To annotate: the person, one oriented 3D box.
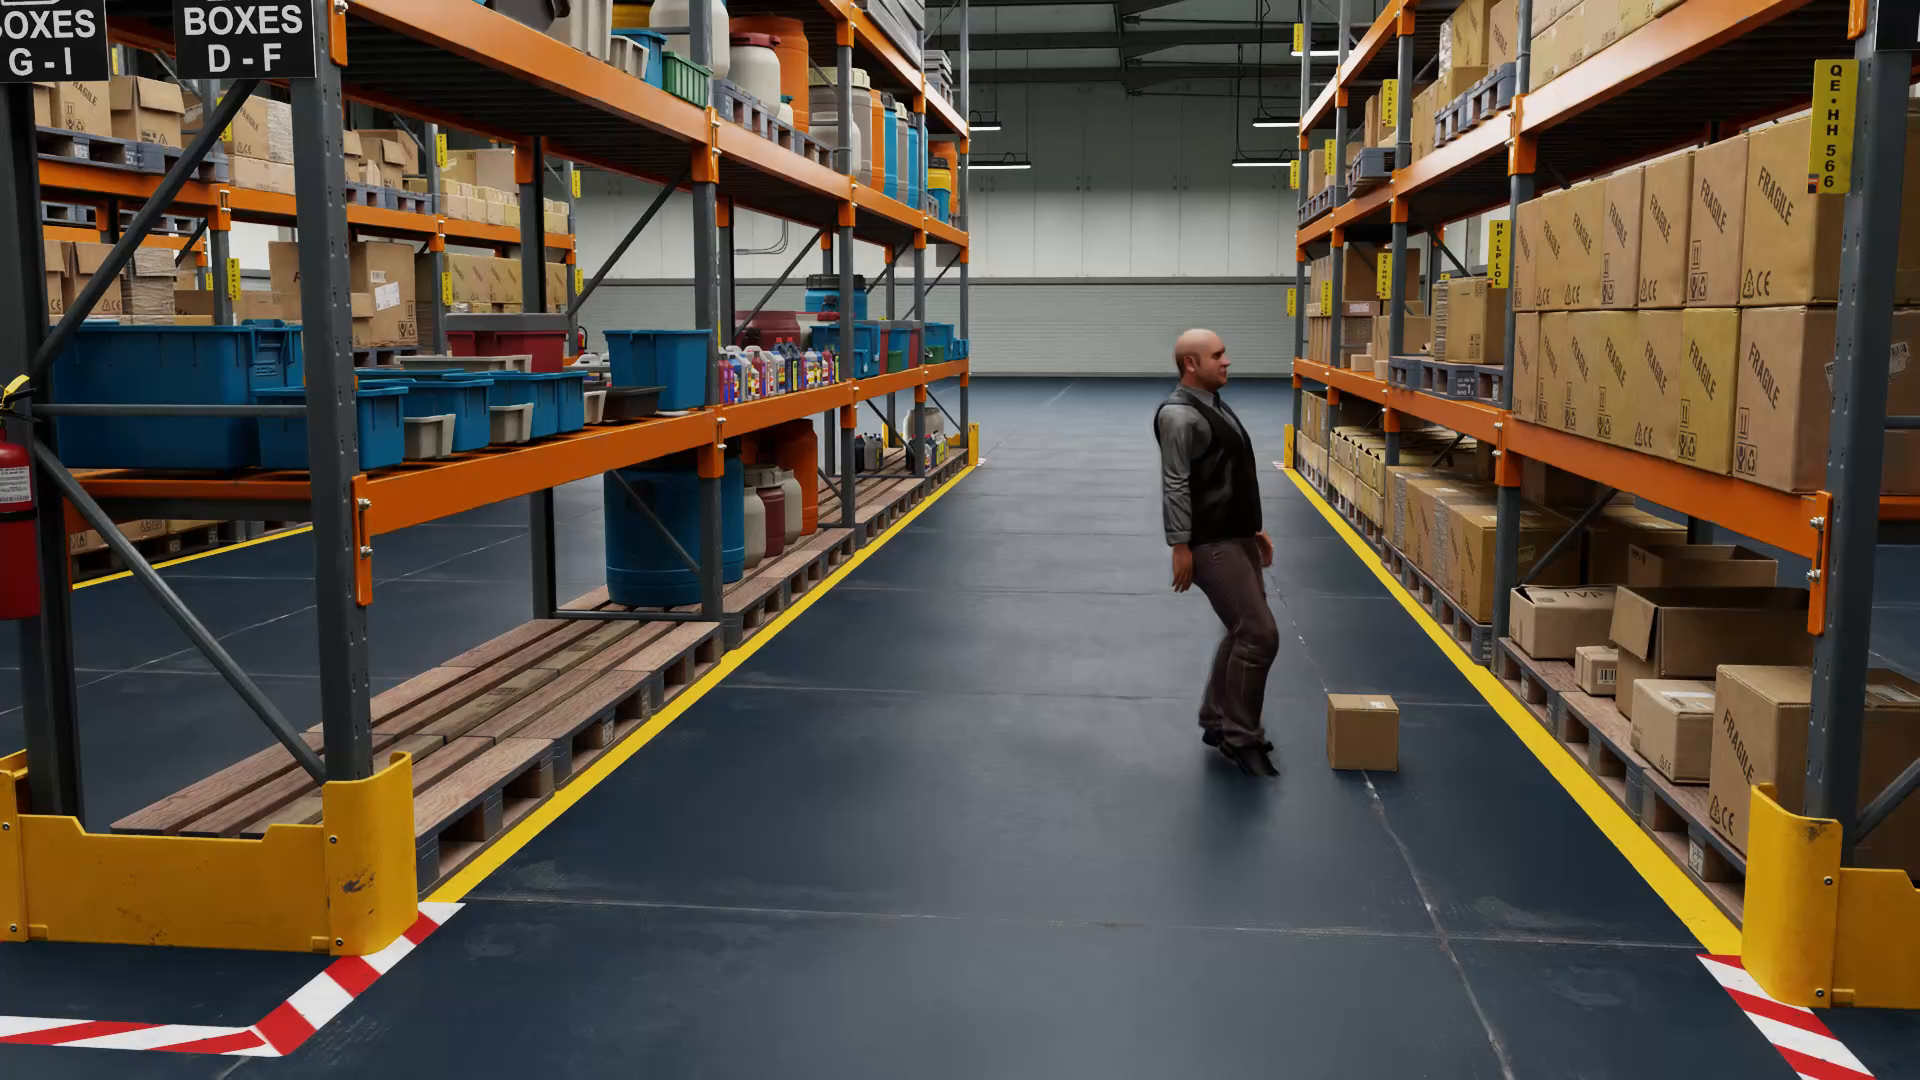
[{"bbox_3d":[1.064,0.066,6.582,0.532,1.790,0.579,4,8,25],"label":"person"}]
